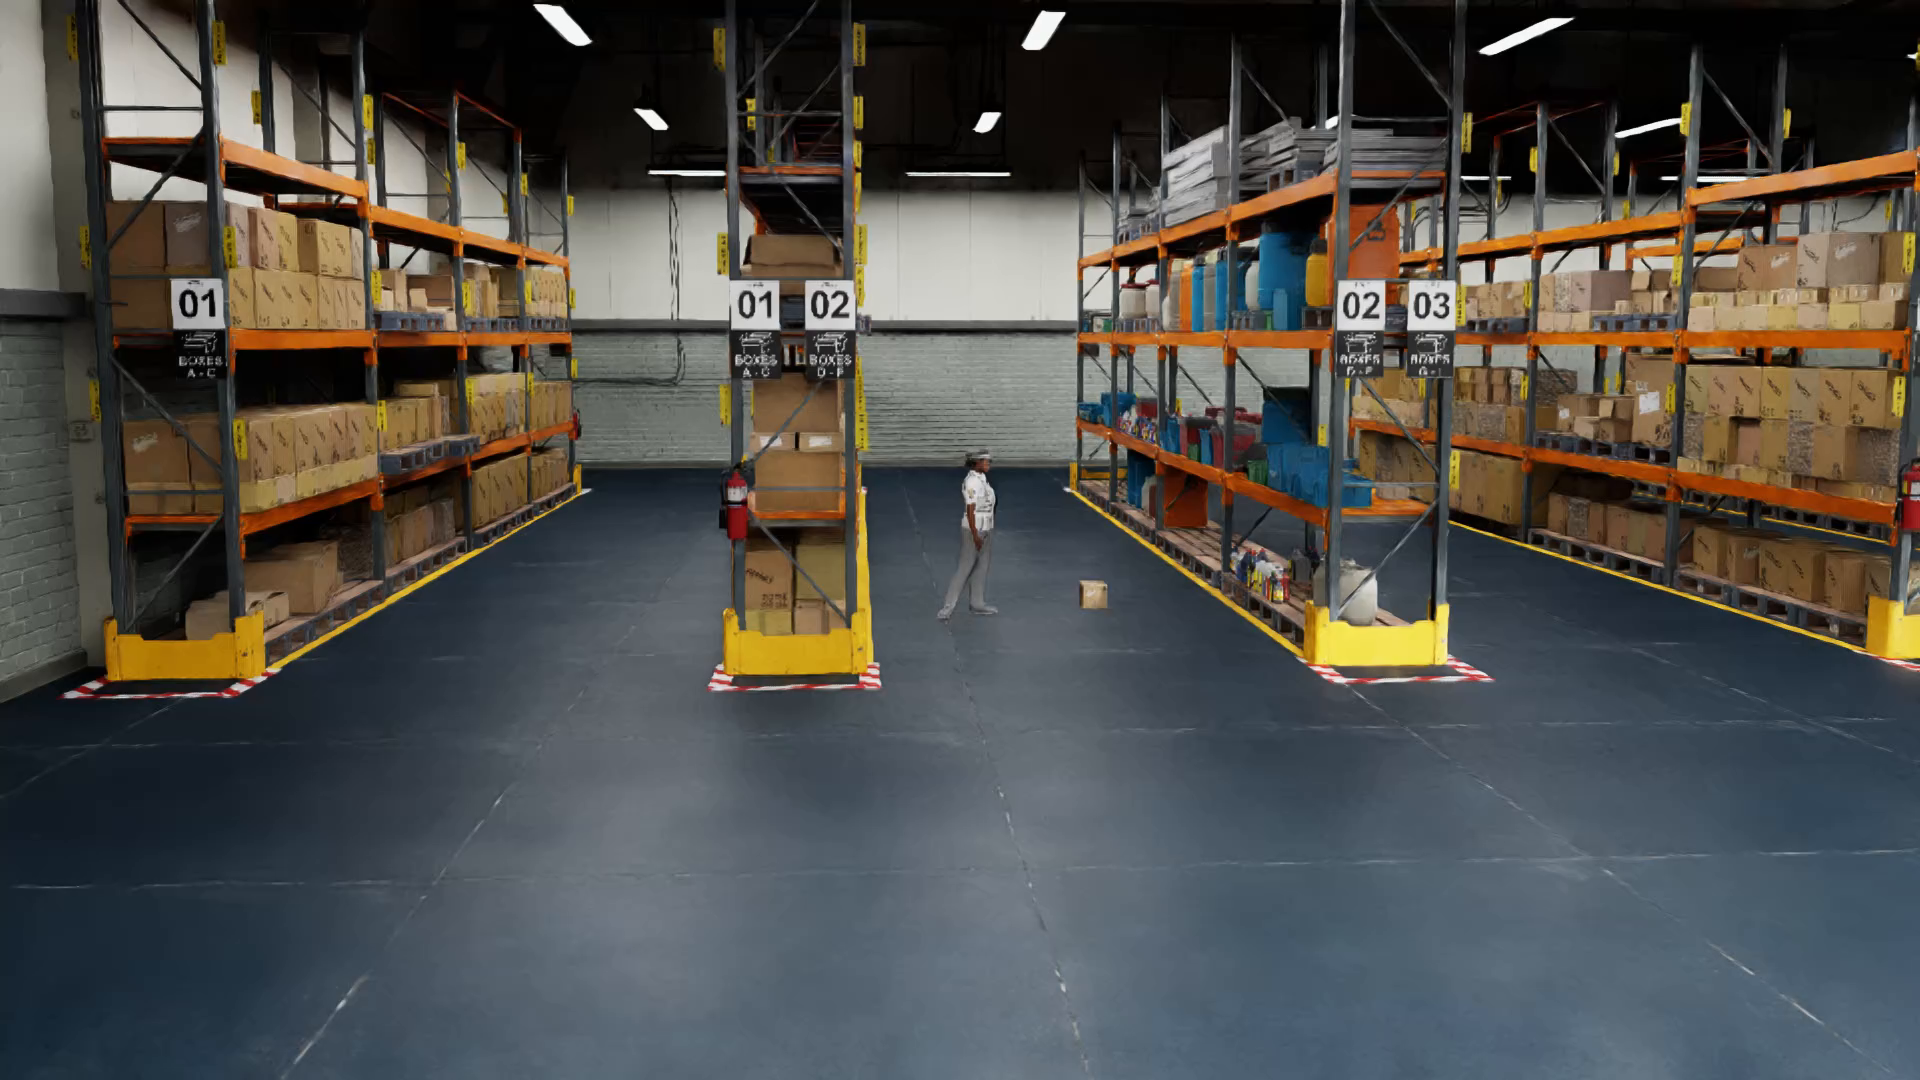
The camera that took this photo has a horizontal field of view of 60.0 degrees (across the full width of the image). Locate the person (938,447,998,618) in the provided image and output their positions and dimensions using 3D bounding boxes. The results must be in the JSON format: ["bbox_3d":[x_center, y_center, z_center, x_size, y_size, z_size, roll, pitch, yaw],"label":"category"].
[{"bbox_3d":[0.083,-0.068,16.293,0.487,1.667,0.665,2,7,16],"label":"person"}]
